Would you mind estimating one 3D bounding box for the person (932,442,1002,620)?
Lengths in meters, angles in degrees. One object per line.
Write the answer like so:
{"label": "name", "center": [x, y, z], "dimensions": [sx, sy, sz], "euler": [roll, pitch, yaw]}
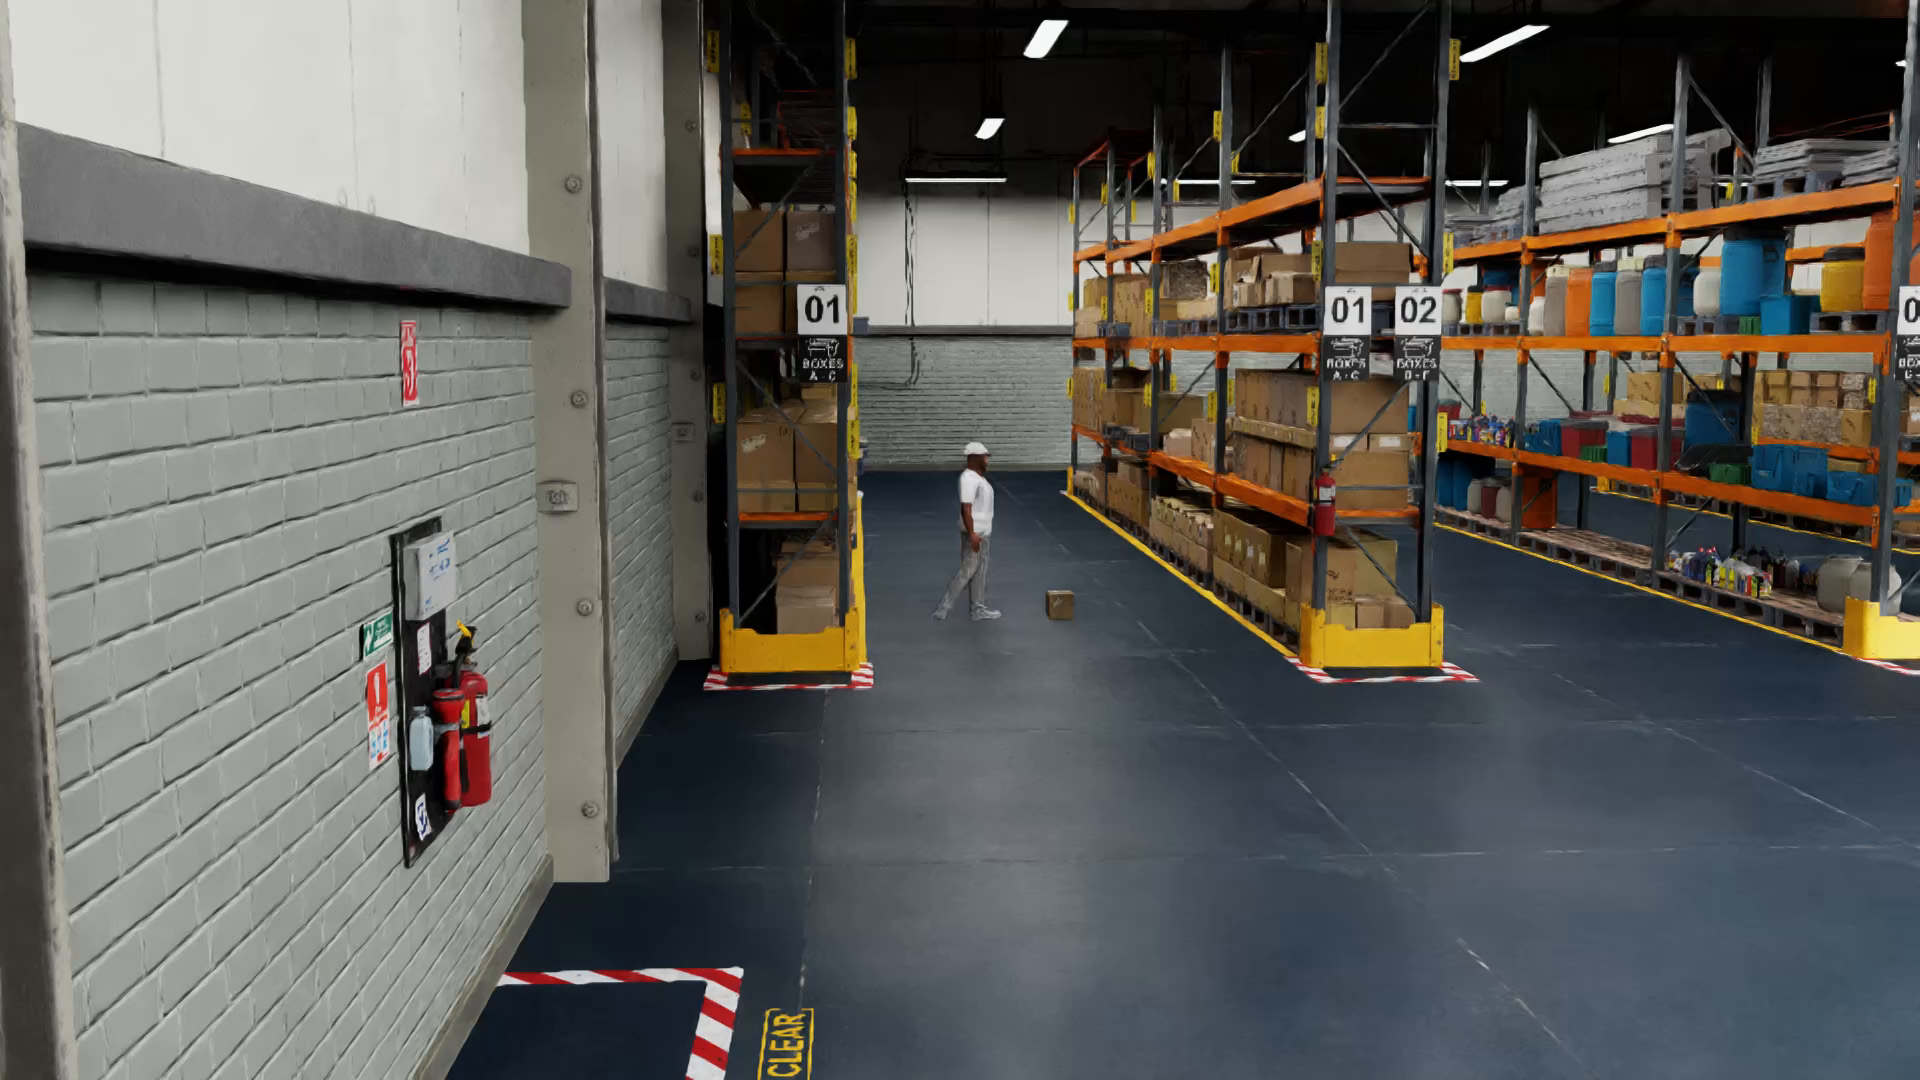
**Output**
{"label": "person", "center": [0.080, -0.078, 16.302], "dimensions": [0.600, 1.770, 0.723], "euler": [2, 7, 13]}
